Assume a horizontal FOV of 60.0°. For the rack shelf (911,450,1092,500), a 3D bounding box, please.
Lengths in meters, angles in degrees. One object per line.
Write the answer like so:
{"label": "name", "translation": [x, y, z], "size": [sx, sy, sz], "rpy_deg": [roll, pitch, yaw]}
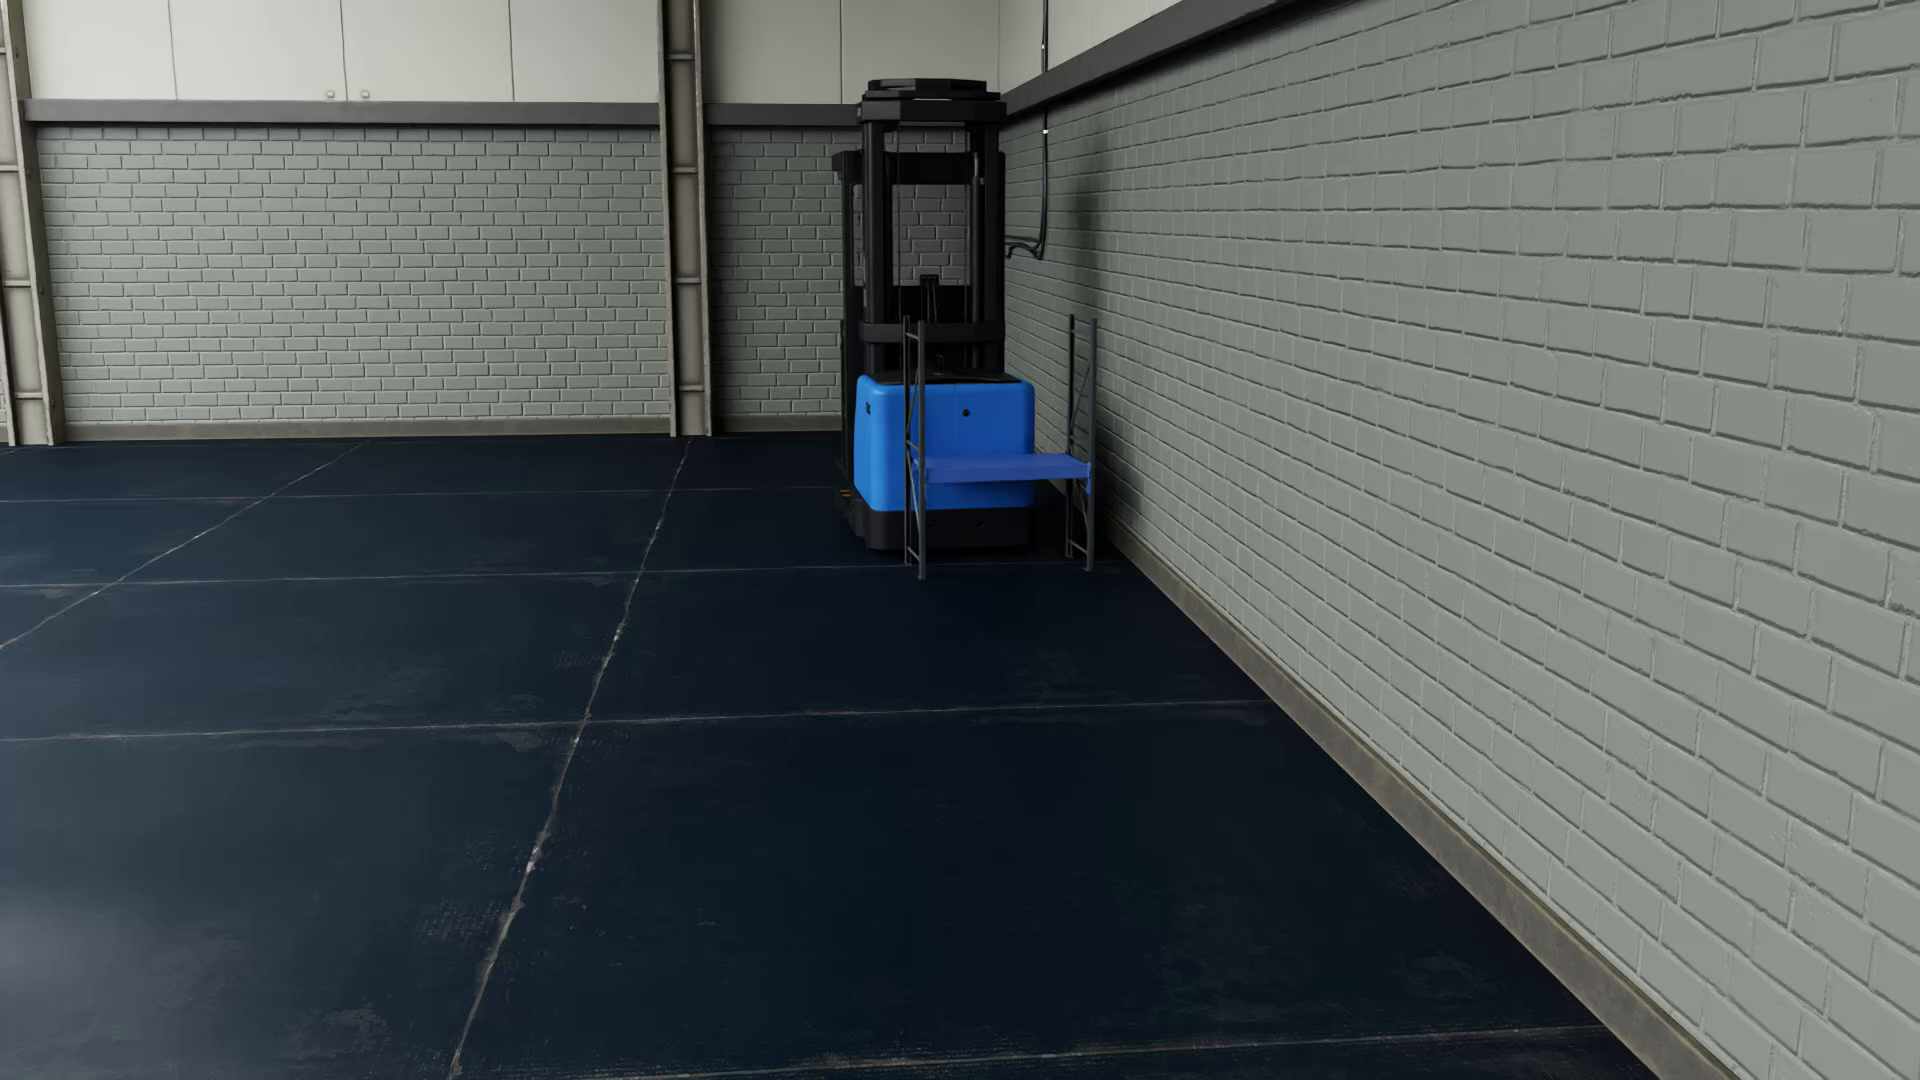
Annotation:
{"label": "rack shelf", "translation": [0.229, -0.392, 9.906], "size": [1.000, 0.185, 0.538], "rpy_deg": [-2, 11, -12]}

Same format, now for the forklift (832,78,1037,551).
{"label": "forklift", "translation": [-0.284, -1.606, 11.440], "size": [1.130, 2.935, 3.031], "rpy_deg": [-2, 11, -10]}

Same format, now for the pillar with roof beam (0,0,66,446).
{"label": "pillar with roof beam", "translation": [-8.088, -4.488, 10.368], "size": [0.400, 9.000, 9.100], "rpy_deg": [-1, 11, -6]}

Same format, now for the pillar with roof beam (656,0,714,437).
{"label": "pillar with roof beam", "translation": [-2.123, -4.613, 11.004], "size": [0.400, 9.000, 9.100], "rpy_deg": [-1, 11, -6]}

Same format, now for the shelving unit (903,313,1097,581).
{"label": "shelving unit", "translation": [0.229, -0.569, 9.872], "size": [1.048, 1.500, 0.538], "rpy_deg": [-2, 11, -12]}

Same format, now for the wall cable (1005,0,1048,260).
{"label": "wall cable", "translation": [0.484, -3.723, 14.525], "size": [0.112, 2.526, 3.097], "rpy_deg": [-1, 11, -6]}

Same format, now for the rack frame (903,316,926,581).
{"label": "rack frame", "translation": [-0.267, -0.547, 9.764], "size": [0.032, 1.500, 0.500], "rpy_deg": [-2, 11, -12]}

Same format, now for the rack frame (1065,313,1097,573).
{"label": "rack frame", "translation": [0.726, -0.590, 9.979], "size": [0.032, 1.500, 0.500], "rpy_deg": [-2, 11, -12]}
